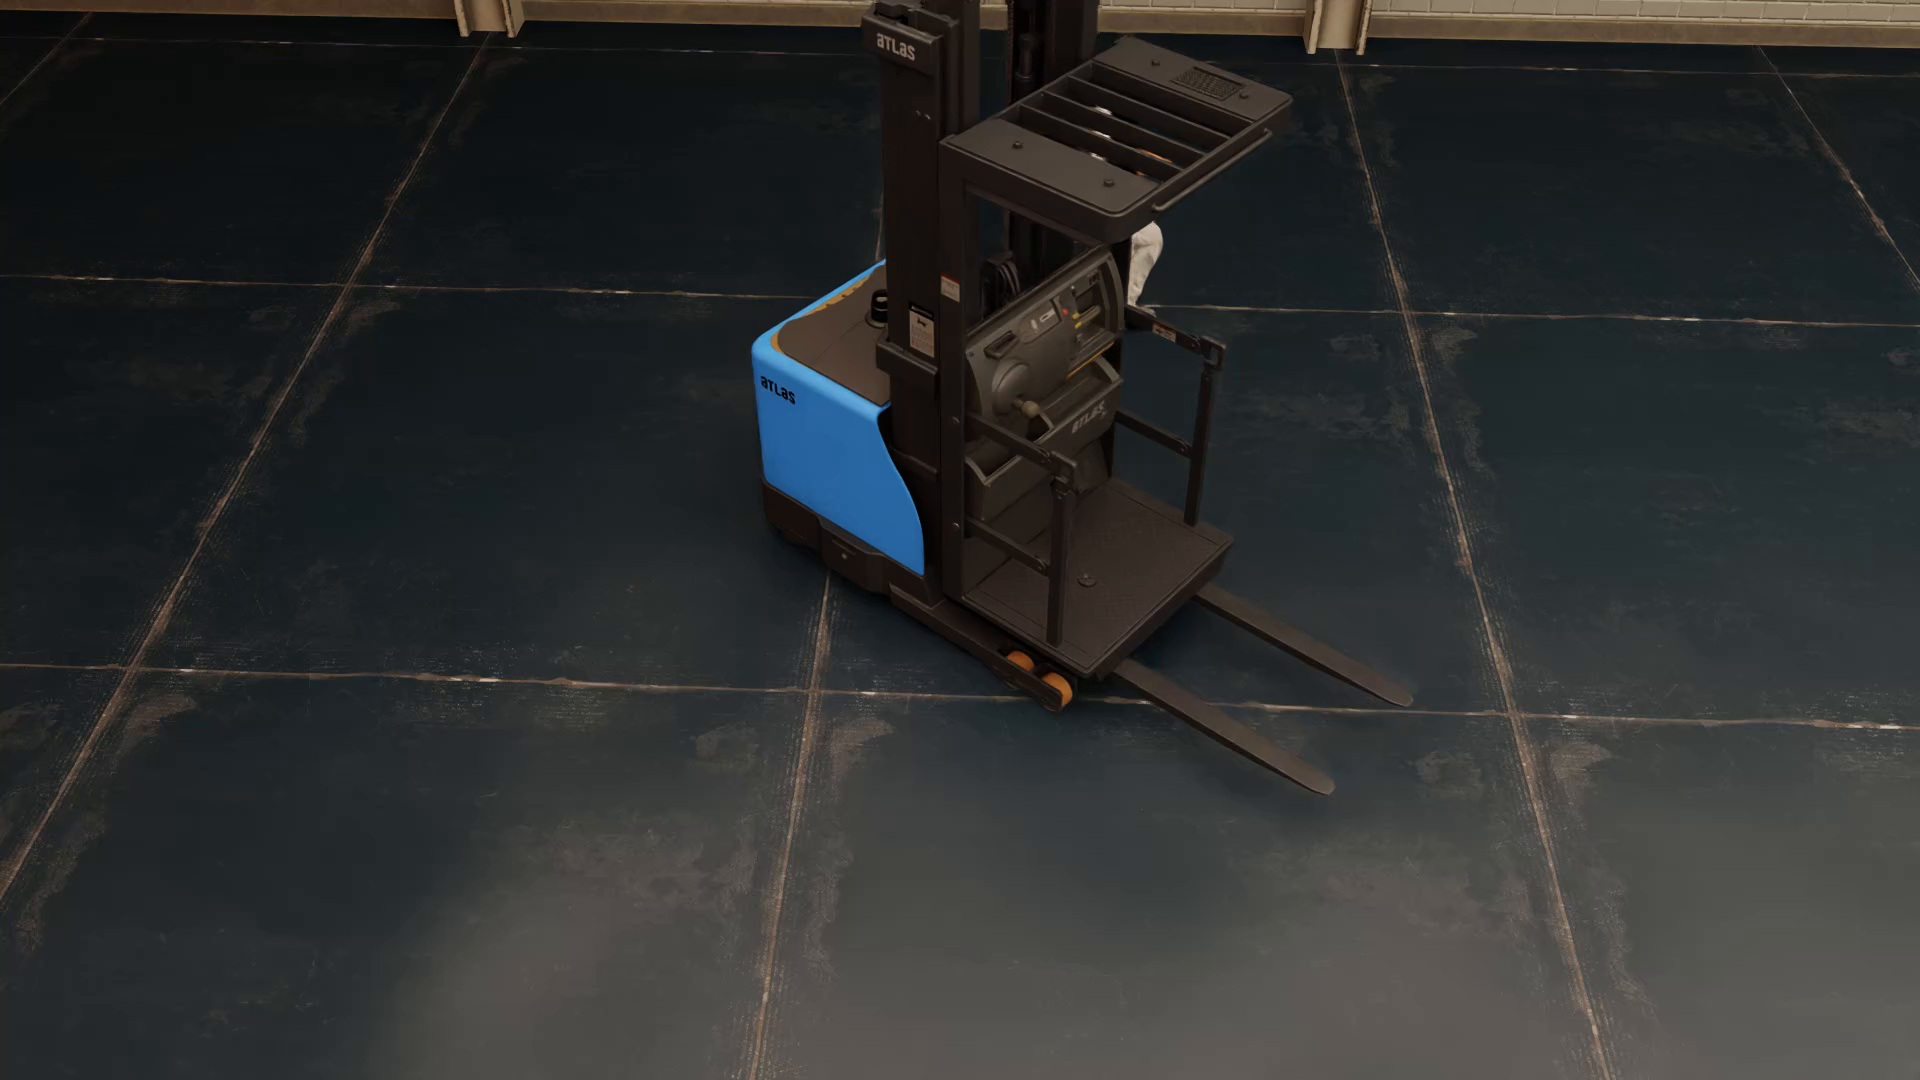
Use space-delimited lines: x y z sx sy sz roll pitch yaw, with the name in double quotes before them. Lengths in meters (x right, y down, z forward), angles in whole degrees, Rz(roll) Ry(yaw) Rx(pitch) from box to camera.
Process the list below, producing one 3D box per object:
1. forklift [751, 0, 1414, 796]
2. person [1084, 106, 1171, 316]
"forklift" 0.512 -0.756 6.571 3.031 2.935 1.130 30 50 29
"person" 0.864 -1.855 8.944 0.875 1.428 0.745 -12 44 -13
